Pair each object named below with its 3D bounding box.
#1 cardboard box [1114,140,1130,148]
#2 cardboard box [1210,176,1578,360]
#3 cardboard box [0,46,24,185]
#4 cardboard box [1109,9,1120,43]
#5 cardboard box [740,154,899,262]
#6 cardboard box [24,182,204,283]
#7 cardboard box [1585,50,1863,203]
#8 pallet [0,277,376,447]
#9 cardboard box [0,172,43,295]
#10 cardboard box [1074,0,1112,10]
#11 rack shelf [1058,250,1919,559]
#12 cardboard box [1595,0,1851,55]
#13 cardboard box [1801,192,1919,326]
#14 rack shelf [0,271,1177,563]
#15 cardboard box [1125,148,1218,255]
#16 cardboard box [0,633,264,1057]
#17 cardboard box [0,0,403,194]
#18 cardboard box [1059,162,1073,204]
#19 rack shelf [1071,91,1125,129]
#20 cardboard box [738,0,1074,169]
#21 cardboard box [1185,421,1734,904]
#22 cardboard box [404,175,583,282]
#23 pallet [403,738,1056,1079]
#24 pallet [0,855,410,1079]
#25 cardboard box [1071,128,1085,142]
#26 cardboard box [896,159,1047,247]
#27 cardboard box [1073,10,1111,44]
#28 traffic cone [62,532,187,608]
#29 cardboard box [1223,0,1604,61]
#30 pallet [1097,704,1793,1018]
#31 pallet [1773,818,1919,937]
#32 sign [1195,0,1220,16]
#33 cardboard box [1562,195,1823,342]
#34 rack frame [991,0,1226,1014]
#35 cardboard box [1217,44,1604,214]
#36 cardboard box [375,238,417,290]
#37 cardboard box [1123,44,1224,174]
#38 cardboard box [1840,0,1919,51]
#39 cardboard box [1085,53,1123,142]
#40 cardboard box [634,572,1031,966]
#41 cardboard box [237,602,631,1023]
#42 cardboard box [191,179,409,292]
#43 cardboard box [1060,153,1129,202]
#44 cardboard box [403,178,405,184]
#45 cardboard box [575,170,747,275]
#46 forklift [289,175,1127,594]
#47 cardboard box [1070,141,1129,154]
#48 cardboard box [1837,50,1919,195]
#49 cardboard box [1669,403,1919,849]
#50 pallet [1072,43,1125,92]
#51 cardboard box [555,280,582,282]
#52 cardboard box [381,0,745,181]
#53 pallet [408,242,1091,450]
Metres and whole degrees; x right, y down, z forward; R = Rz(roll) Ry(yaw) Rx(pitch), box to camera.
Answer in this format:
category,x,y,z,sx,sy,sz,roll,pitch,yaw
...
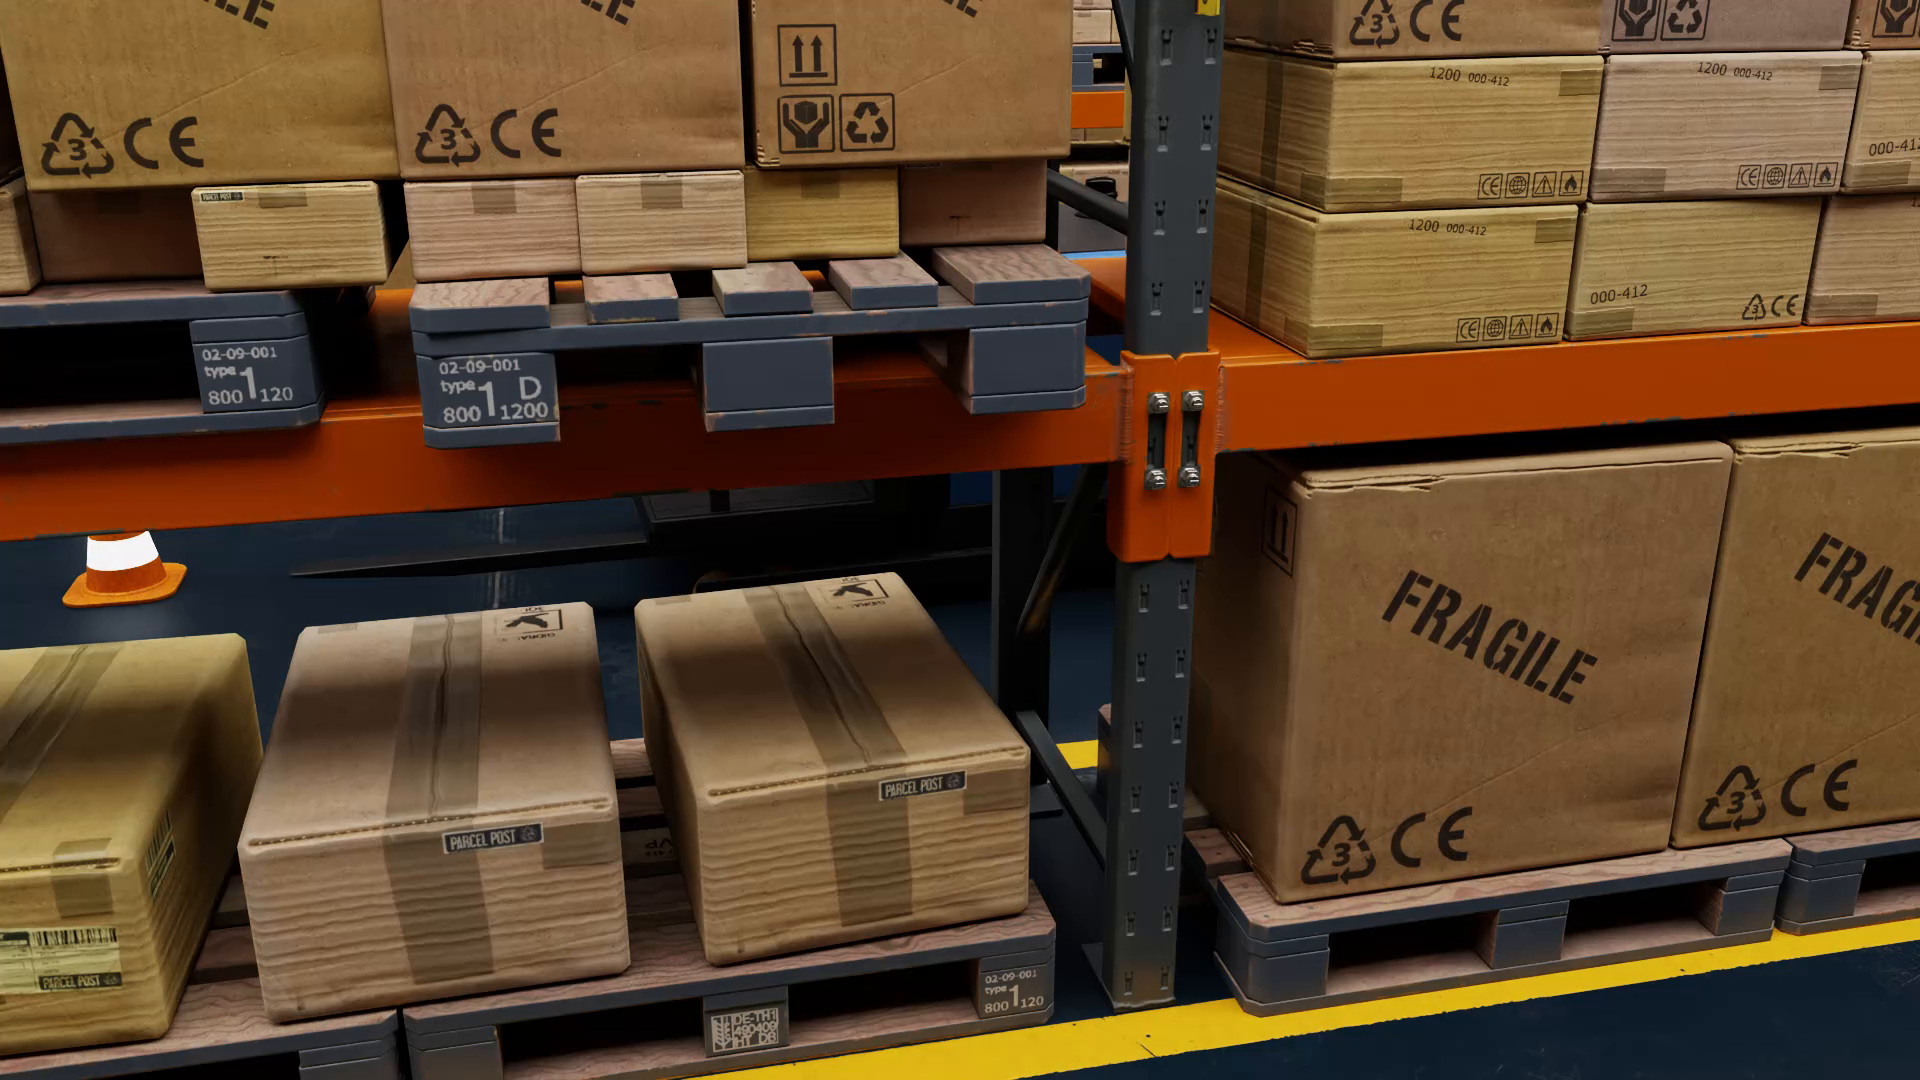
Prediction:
category,x,y,z,sx,sy,sz,roll,pitch,yaw
cardboard box,1.111,-1.937,8.676,0.500,0.250,0.500,-4,20,-10
cardboard box,0.784,-0.532,3.125,0.500,0.250,0.500,-5,21,-13
cardboard box,-1.651,-0.775,2.381,0.500,0.500,0.500,-6,21,-15
cardboard box,0.784,-2.450,7.896,0.250,0.149,0.380,-4,21,-12
cardboard box,-0.259,-0.577,2.784,0.250,0.149,0.380,-4,21,-12
cardboard box,-1.279,-0.521,2.630,0.250,0.149,0.380,-4,21,-12
cardboard box,1.303,-0.811,3.158,0.500,0.250,0.500,-4,21,-11
pallet,-1.667,-0.388,2.791,1.213,0.211,1.003,-5,21,-12
cardboard box,-1.504,-0.474,2.501,0.250,0.149,0.380,-5,21,-14
cardboard box,0.540,-2.571,7.794,0.250,0.149,0.380,-5,21,-12
rack shelf,2.196,-0.469,3.779,4.000,0.370,1.077,-5,21,-12
cardboard box,1.267,-1.164,3.033,0.500,0.500,0.500,-5,21,-12
cardboard box,1.792,-0.618,3.360,0.500,0.250,0.500,-4,20,-11
rack shelf,-1.696,-0.152,2.915,4.000,0.370,1.077,-5,21,-12
cardboard box,0.683,-0.705,3.596,0.500,0.250,0.500,-5,21,-14
cardboard box,-1.758,0.549,3.165,0.625,0.372,0.950,-4,20,-11
cardboard box,-1.120,-0.818,2.499,0.500,0.500,0.500,-6,21,-16
cardboard box,0.233,-1.686,7.991,0.500,0.250,0.500,-5,21,-13
rack shelf,0.959,-2.118,8.281,4.000,0.370,1.077,-5,21,-12
cardboard box,-0.128,-0.903,2.730,0.500,0.500,0.500,-5,21,-14
cardboard box,0.941,0.125,3.590,0.875,0.875,0.875,-5,21,-13
cardboard box,-0.741,-0.525,2.642,0.250,0.149,0.380,-6,21,-15
pallet,-0.511,0.722,3.535,1.213,0.211,1.003,-5,21,-12
pallet,-1.696,0.818,3.275,1.213,0.211,1.003,-5,21,-12
cardboard box,0.375,-3.353,13.086,0.875,0.875,1.225,-5,21,-14
cardboard box,-0.015,-0.623,2.908,0.250,0.149,0.380,-4,20,-10
cardboard box,0.539,-2.431,7.844,0.250,0.149,0.380,-4,20,-11
traffic cone,-2.706,-0.065,5.319,0.334,0.463,0.336,-5,21,-12
cardboard box,0.786,-1.122,2.917,0.500,0.500,0.500,-5,21,-14
pallet,1.035,0.624,3.804,1.213,0.211,1.003,-5,21,-12
pallet,2.220,0.529,4.065,1.213,0.211,1.003,-5,21,-12
sign,0.384,-0.974,2.544,0.005,0.325,0.100,-5,21,-12
cardboard box,1.280,-0.579,3.252,0.500,0.250,0.500,-5,21,-14
rack frame,0.250,-0.648,3.223,0.127,3.000,1.000,-5,21,-12
cardboard box,0.800,-0.770,3.047,0.500,0.250,0.500,-5,21,-13
cardboard box,-2.451,-1.350,7.798,0.750,0.750,1.050,-4,21,-12
cardboard box,0.663,-0.936,3.500,0.500,0.250,0.500,-5,21,-13
cardboard box,1.774,-1.200,3.131,0.500,0.500,0.500,-4,21,-11
cardboard box,1.244,-3.424,13.280,0.875,0.875,1.225,-5,21,-12
cardboard box,-0.302,0.430,3.490,0.625,0.372,0.950,-6,21,-16
cardboard box,-1.018,0.491,3.323,0.625,0.372,0.950,-5,21,-14
cardboard box,-1.005,-0.499,2.570,0.250,0.149,0.380,-4,21,-12
cardboard box,0.718,-1.721,8.086,0.500,0.250,0.500,-4,21,-12
cardboard box,-0.941,-0.732,3.206,0.250,0.149,0.380,-5,21,-12
cardboard box,-0.494,-0.542,2.689,0.250,0.149,0.380,-5,21,-13
forklift,-0.606,-1.316,5.147,3.031,2.935,1.130,-6,21,-15
cardboard box,0.605,-1.893,8.555,0.500,0.250,0.500,-4,21,-11
cardboard box,1.791,-0.846,3.254,0.500,0.250,0.500,-5,21,-13
cardboard box,1.810,0.056,3.779,0.875,0.875,0.875,-4,21,-12
pallet,0.930,-2.377,8.223,1.213,0.211,1.003,-5,21,-12
cardboard box,-1.601,-1.420,7.990,0.750,0.750,1.050,-5,21,-13
cardboard box,-0.629,-0.858,2.609,0.500,0.500,0.500,-5,21,-13
pallet,-0.419,-0.466,3.005,1.003,0.211,1.213,-5,21,-12
